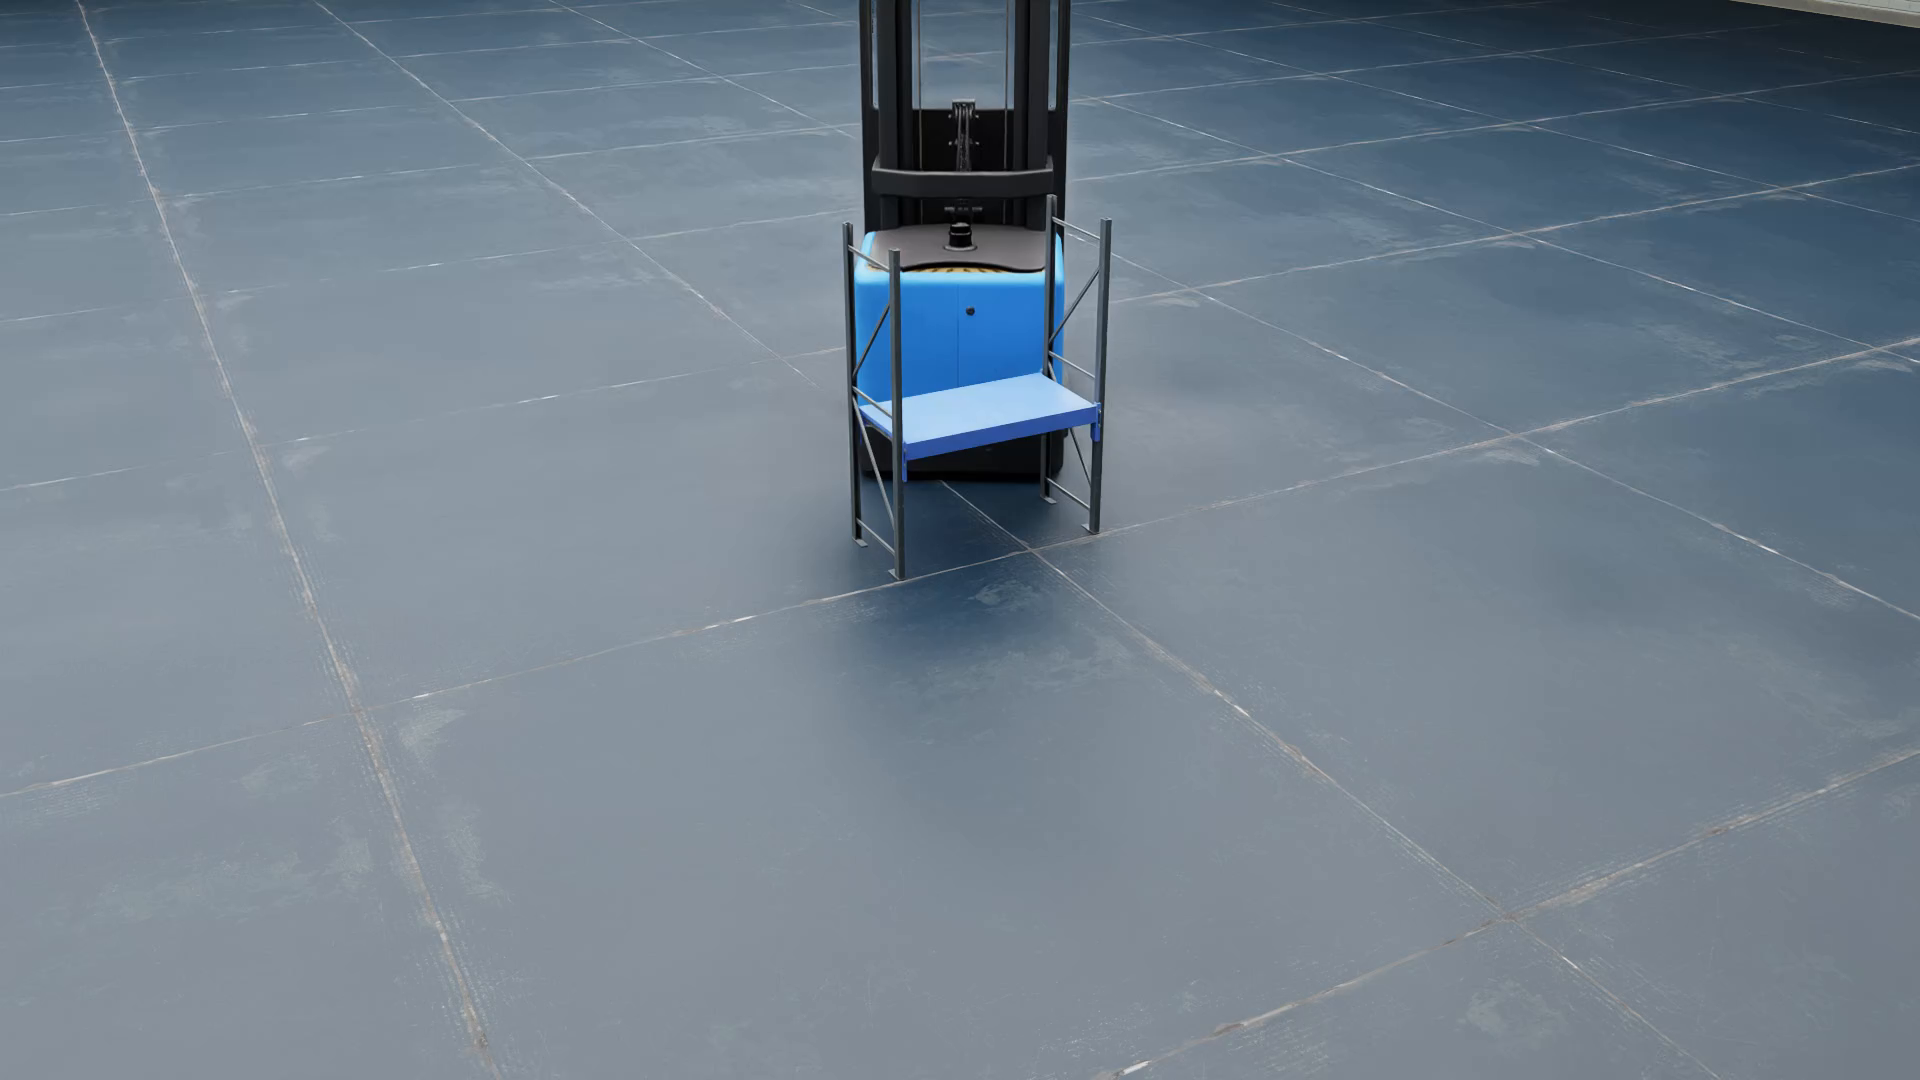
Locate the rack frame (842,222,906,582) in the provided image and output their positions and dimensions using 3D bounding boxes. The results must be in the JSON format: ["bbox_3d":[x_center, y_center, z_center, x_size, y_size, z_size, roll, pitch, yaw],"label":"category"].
[{"bbox_3d":[-0.373,-0.590,7.246,0.032,1.500,0.500,-13,29,-25],"label":"rack frame"}]

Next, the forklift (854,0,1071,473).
[{"bbox_3d":[0.031,-2.251,9.051,1.130,2.935,3.031,1,26,1],"label":"forklift"}]

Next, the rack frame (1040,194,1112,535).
[{"bbox_3d":[0.524,-0.797,7.677,0.032,1.500,0.500,-13,29,-25],"label":"rack frame"}]

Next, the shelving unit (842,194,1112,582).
[{"bbox_3d":[0.075,-0.693,7.462,1.048,1.500,0.538,-13,29,-25],"label":"shelving unit"}]

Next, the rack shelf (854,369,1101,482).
[{"bbox_3d":[0.075,-0.531,7.539,1.000,0.185,0.538,-13,29,-25],"label":"rack shelf"}]
